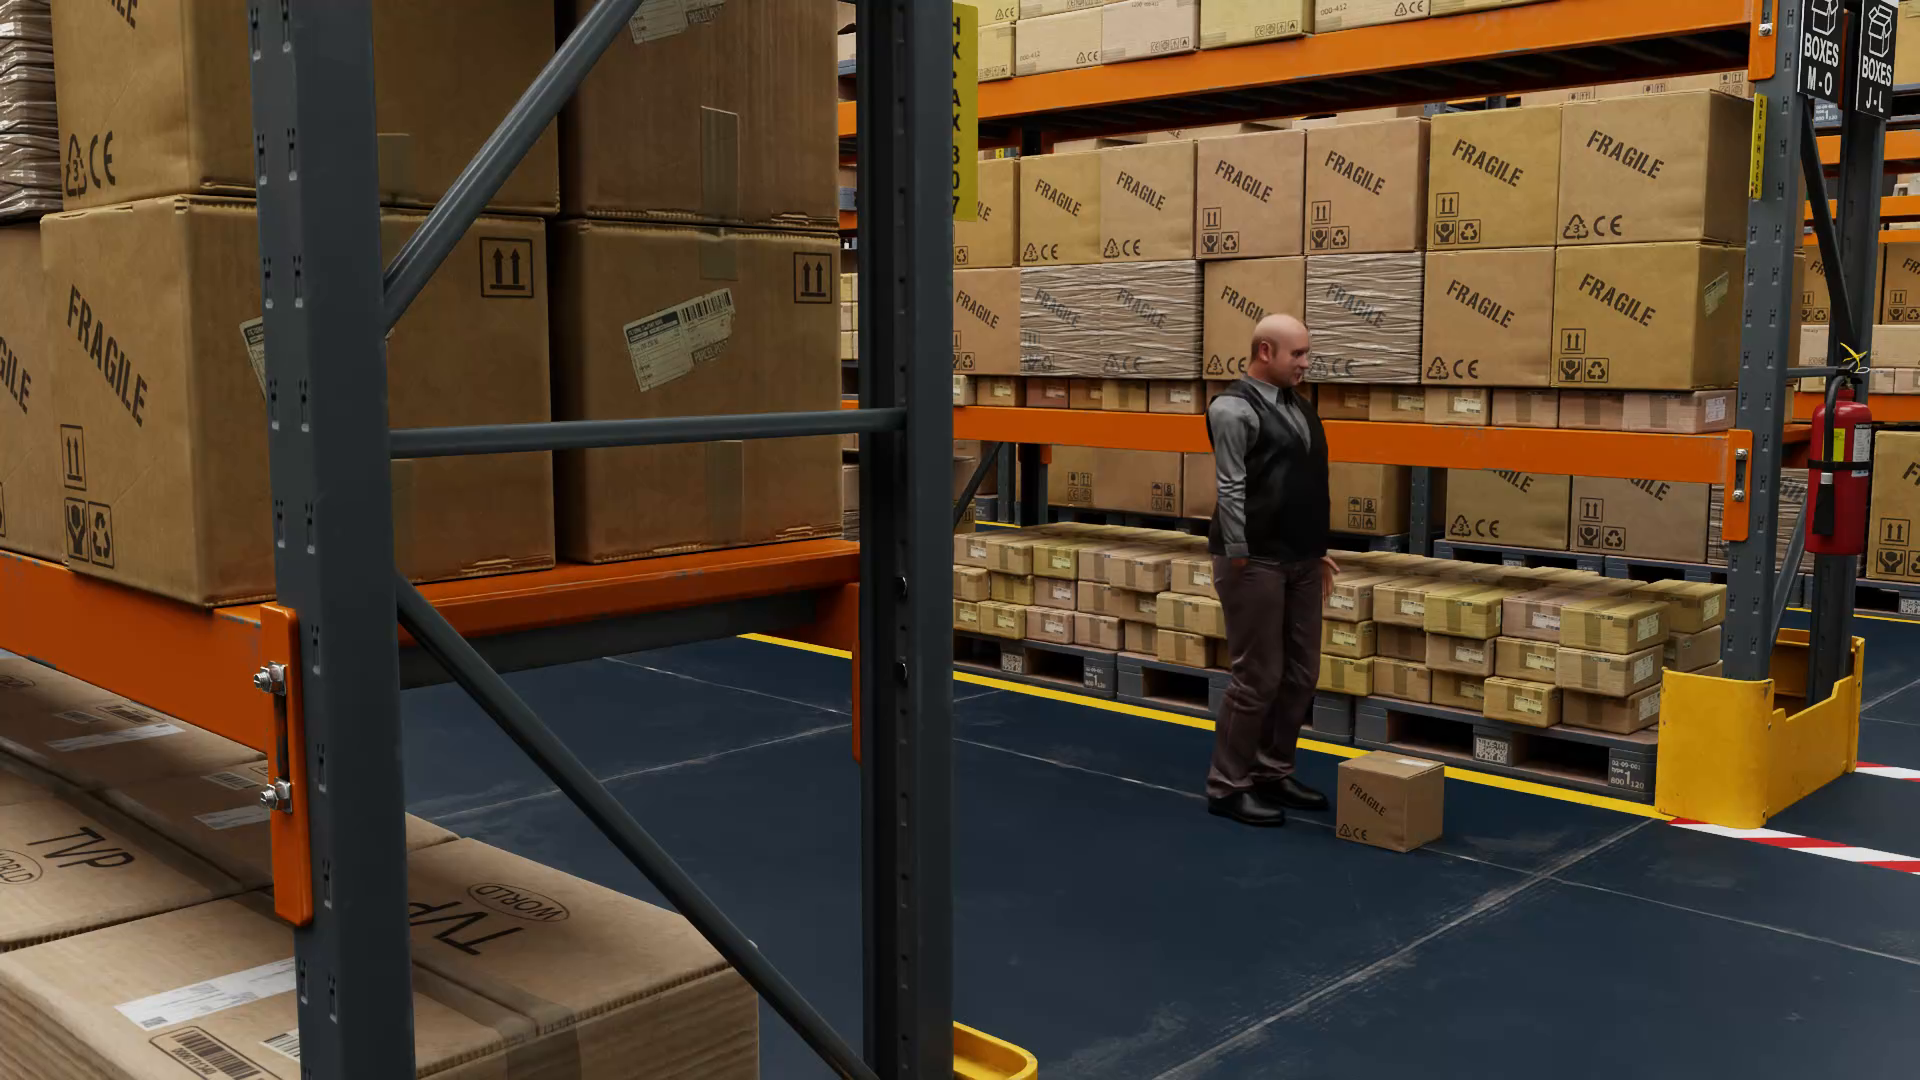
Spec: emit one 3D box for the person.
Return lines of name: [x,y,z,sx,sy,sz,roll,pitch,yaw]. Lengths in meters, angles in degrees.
person: [1.069,0.146,5.712,0.353,1.594,0.535,7,10,44]
